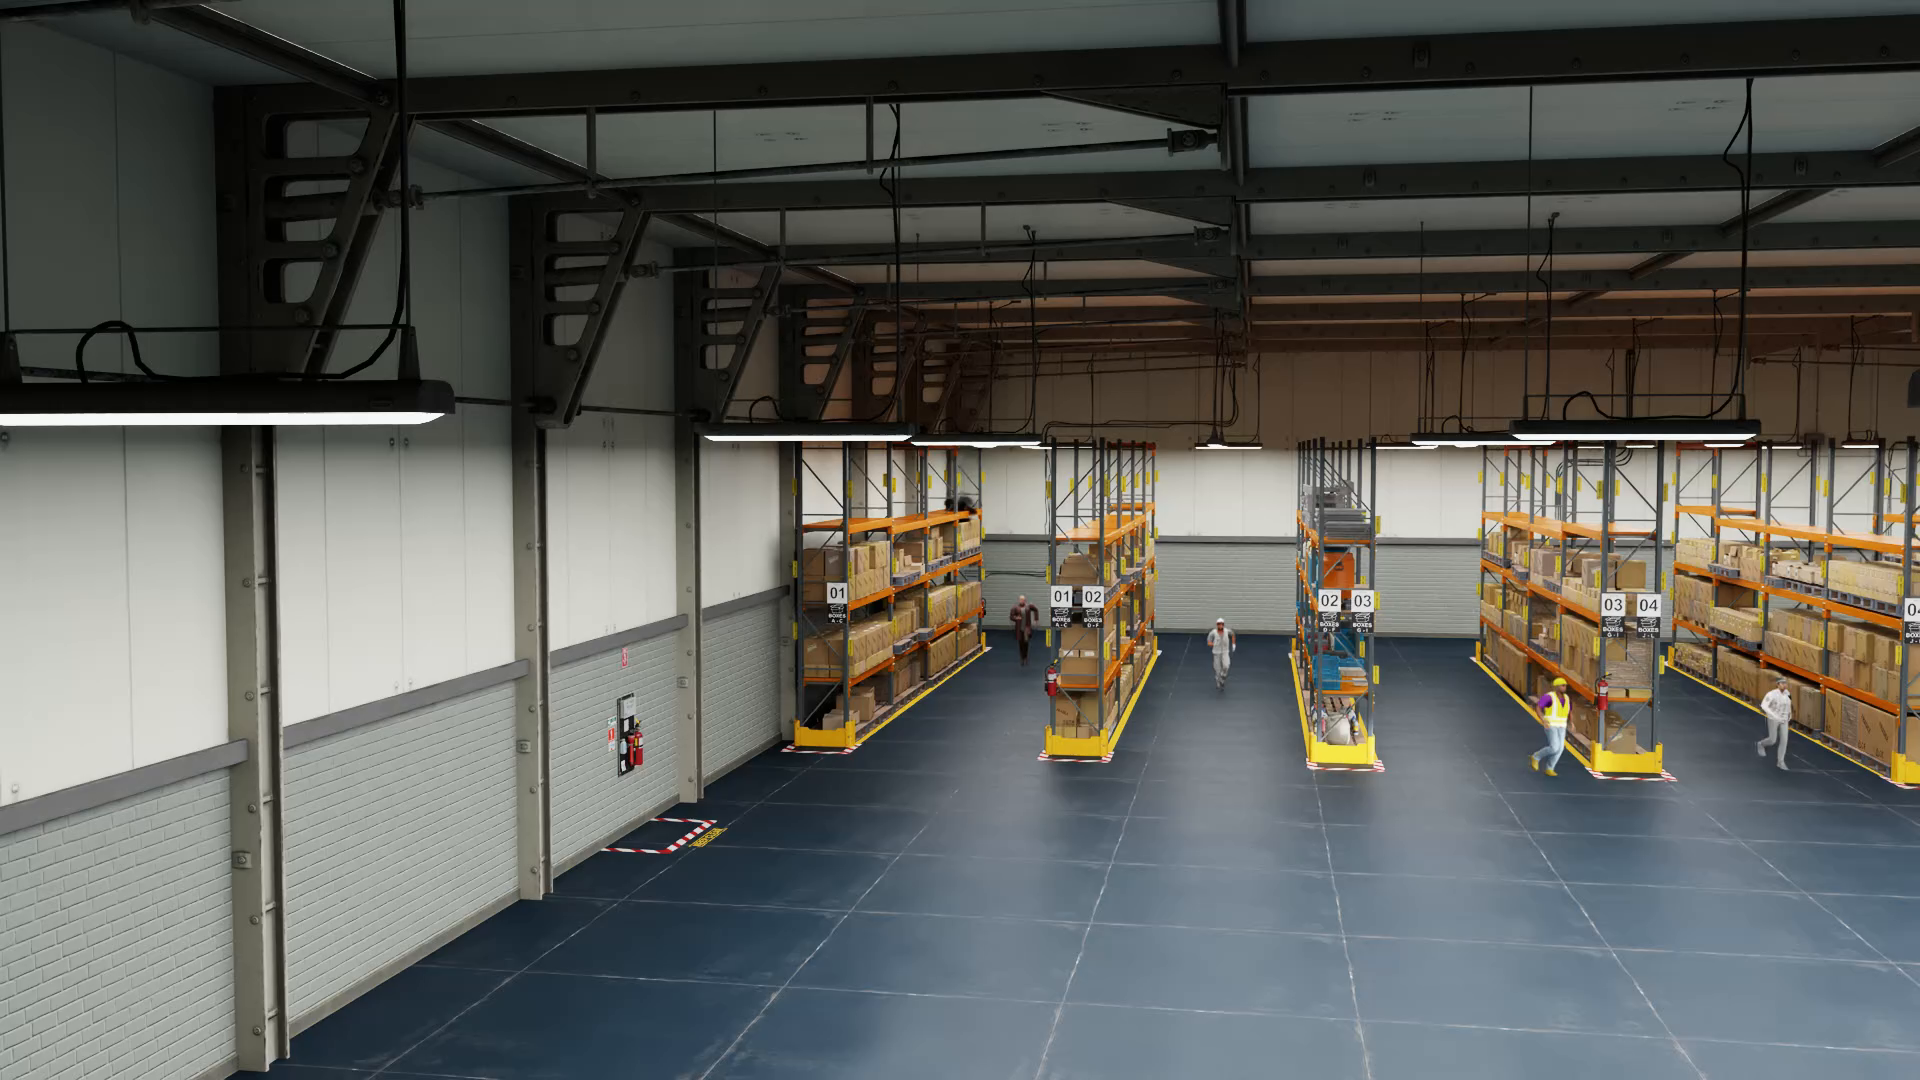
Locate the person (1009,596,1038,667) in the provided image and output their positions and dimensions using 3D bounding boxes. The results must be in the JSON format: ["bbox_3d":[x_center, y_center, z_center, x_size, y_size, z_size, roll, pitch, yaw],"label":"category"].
[{"bbox_3d":[1.639,2.357,42.662,0.753,1.784,0.868,0,3,2],"label":"person"}]

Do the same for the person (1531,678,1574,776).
[{"bbox_3d":[10.584,3.301,29.566,0.723,1.712,0.565,-1,3,-23],"label":"person"}]

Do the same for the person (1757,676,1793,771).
[{"bbox_3d":[14.884,3.292,30.308,0.641,1.685,0.877,-1,3,-10],"label":"person"}]

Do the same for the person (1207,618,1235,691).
[{"bbox_3d":[6.230,2.728,39.613,0.697,1.745,0.807,0,3,1],"label":"person"}]
